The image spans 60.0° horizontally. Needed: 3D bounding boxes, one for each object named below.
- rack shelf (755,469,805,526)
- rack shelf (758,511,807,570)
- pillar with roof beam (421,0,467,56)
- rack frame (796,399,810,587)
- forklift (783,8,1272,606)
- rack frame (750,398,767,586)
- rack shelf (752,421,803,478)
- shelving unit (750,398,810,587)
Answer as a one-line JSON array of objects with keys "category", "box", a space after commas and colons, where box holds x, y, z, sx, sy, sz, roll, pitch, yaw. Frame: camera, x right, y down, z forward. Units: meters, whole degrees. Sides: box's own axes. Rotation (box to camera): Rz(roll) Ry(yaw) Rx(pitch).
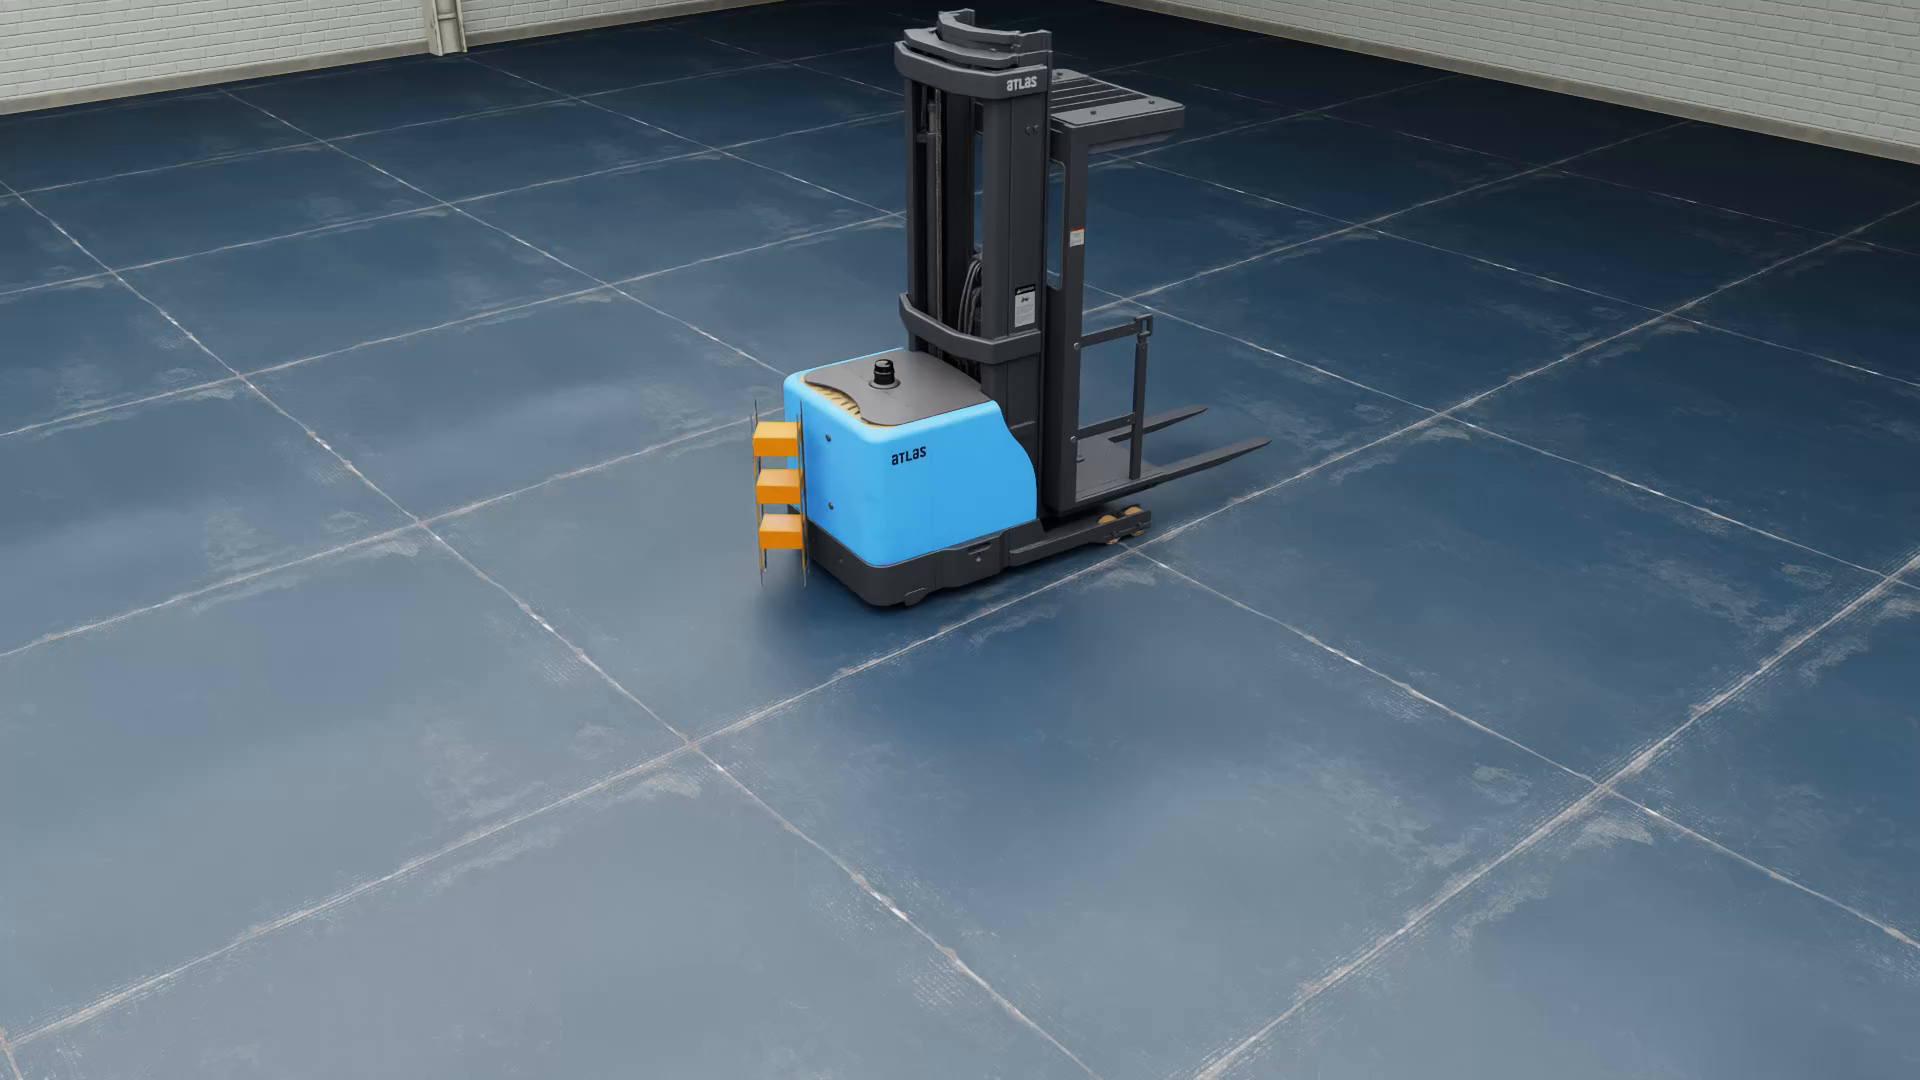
[{"category": "rack shelf", "box": [-0.981, -0.243, 9.113, 0.240, 0.259, 0.215, 1, 28, 2]}, {"category": "rack shelf", "box": [-0.981, 0.002, 9.244, 0.240, 0.259, 0.215, 1, 28, 2]}, {"category": "pillar with roof beam", "box": [-3.867, -8.779, 16.630, 0.400, 9.000, 9.100, -22, 35, -35]}, {"category": "rack frame", "box": [-0.859, -0.251, 9.105, 0.008, 1.050, 0.200, 1, 28, 2]}, {"category": "forklift", "box": [0.518, -1.457, 9.366, 3.031, 2.935, 1.130, -18, 33, -29]}, {"category": "rack frame", "box": [-1.103, -0.254, 9.112, 0.008, 1.050, 0.200, 1, 28, 2]}, {"category": "rack shelf", "box": [-0.981, -0.493, 8.980, 0.240, 0.259, 0.215, 1, 28, 2]}, {"category": "shelving unit", "box": [-0.981, -0.252, 9.108, 0.252, 1.050, 0.215, 1, 28, 2]}]
